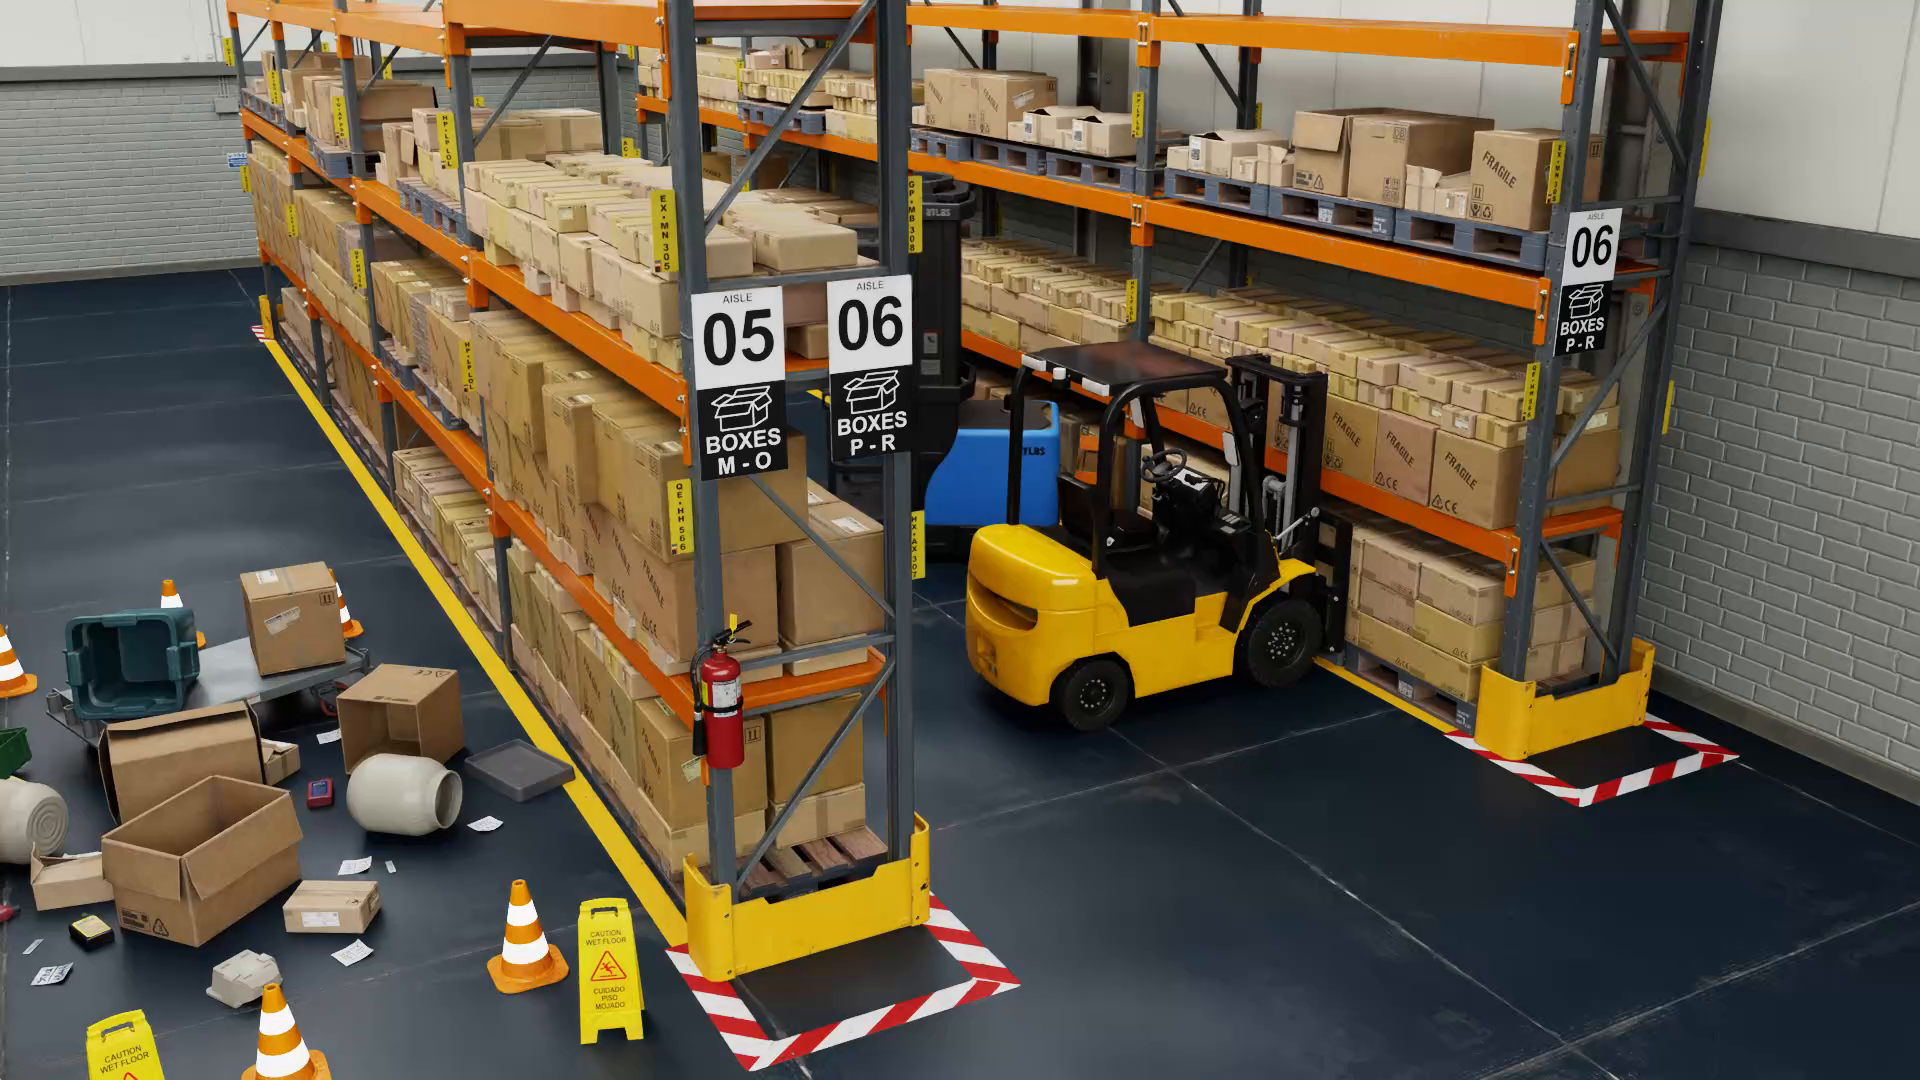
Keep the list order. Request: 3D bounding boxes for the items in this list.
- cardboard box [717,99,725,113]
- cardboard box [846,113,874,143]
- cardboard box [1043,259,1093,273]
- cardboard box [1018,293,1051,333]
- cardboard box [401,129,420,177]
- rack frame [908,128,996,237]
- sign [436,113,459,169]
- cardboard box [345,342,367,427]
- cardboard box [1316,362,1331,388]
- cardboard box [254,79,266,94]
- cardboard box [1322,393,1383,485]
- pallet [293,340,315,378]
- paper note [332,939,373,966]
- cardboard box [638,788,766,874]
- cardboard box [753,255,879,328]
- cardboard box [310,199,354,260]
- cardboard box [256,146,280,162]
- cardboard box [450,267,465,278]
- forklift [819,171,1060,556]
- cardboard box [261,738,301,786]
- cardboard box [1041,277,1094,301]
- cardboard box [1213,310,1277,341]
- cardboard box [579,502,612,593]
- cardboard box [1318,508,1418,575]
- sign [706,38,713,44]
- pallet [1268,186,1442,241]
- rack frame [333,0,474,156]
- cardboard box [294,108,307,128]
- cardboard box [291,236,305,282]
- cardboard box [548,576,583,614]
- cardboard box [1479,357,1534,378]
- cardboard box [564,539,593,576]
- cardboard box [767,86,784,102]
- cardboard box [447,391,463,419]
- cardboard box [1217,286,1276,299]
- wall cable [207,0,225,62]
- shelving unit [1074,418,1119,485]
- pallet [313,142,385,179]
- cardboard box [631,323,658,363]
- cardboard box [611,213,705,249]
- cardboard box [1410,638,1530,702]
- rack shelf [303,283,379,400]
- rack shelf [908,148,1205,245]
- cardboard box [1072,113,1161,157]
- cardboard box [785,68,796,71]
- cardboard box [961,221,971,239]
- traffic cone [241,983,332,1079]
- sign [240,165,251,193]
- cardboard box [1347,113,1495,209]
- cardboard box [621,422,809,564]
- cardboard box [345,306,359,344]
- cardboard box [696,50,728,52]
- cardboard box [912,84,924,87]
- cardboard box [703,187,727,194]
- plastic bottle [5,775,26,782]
[{"bbox_3d":[-2.682,-5.202,19.894,0.380,0.149,0.250,-9,21,-25],"label":"cardboard box"},{"bbox_3d":[-0.815,-4.149,16.687,0.500,0.250,0.500,-10,21,-26],"label":"cardboard box"},{"bbox_3d":[0.960,-2.402,14.845,0.380,0.149,0.250,-9,21,-25],"label":"cardboard box"},{"bbox_3d":[0.835,-1.960,14.177,0.500,0.250,0.500,-10,21,-26],"label":"cardboard box"},{"bbox_3d":[-3.735,-2.811,12.422,0.797,0.503,0.637,-10,21,-27],"label":"cardboard box"},{"bbox_3d":[-0.118,-2.548,16.416,1.000,3.000,0.127,-10,21,-27],"label":"rack frame"},{"bbox_3d":[-3.072,-2.391,9.967,0.100,0.325,0.005,-10,21,-27],"label":"sign"},{"bbox_3d":[-5.584,-1.696,16.562,0.875,0.875,0.875,-9,21,-25],"label":"cardboard box"},{"bbox_3d":[2.600,-1.111,11.105,0.380,0.149,0.250,-10,21,-27],"label":"cardboard box"},{"bbox_3d":[-7.969,-5.271,19.298,0.380,0.149,0.250,-9,21,-25],"label":"cardboard box"},{"bbox_3d":[2.734,-0.696,10.897,0.500,0.500,0.500,-10,22,-28],"label":"cardboard box"},{"bbox_3d":[-7.260,-2.189,19.651,1.003,0.211,1.213,-10,21,-27],"label":"pallet"},{"bbox_3d":[-2.887,1.959,7.906,0.142,0.019,0.148,16,25,39],"label":"paper note"},{"bbox_3d":[-1.318,1.423,8.481,0.500,0.250,0.500,-10,21,-27],"label":"cardboard box"},{"bbox_3d":[-0.690,-1.154,7.554,0.500,0.250,0.500,-10,22,-28],"label":"cardboard box"},{"bbox_3d":[-5.926,-2.989,16.008,0.500,0.500,0.500,-11,22,-28],"label":"cardboard box"},{"bbox_3d":[-8.008,-4.527,19.470,0.380,0.149,0.250,-11,22,-28],"label":"cardboard box"},{"bbox_3d":[-3.769,-1.930,13.373,0.500,0.500,0.500,-10,22,-28],"label":"cardboard box"},{"bbox_3d":[-0.712,-1.386,13.153,3.031,2.935,1.130,1,19,2],"label":"forklift"},{"bbox_3d":[-4.087,1.229,9.662,0.396,0.266,0.258,7,20,20],"label":"cardboard box"},{"bbox_3d":[0.905,-2.106,13.990,0.380,0.149,0.250,-11,22,-28],"label":"cardboard box"},{"bbox_3d":[2.036,-1.534,11.873,0.380,0.149,0.250,-9,21,-25],"label":"cardboard box"},{"bbox_3d":[-1.654,-0.071,8.628,0.500,0.500,0.500,-10,21,-27],"label":"cardboard box"},{"bbox_3d":[2.692,0.005,11.058,0.500,0.250,0.500,-10,21,-26],"label":"cardboard box"},{"bbox_3d":[-3.419,-6.761,22.670,0.100,0.325,0.005,-10,21,-27],"label":"sign"},{"bbox_3d":[2.784,-2.185,10.901,1.003,0.211,1.213,-10,21,-27],"label":"pallet"},{"bbox_3d":[-4.485,-4.614,13.206,1.000,3.000,0.127,-10,21,-27],"label":"rack frame"},{"bbox_3d":[-6.091,-4.014,15.783,0.380,0.166,0.250,-12,22,-30],"label":"cardboard box"},{"bbox_3d":[-6.829,-3.067,17.767,0.500,0.500,0.500,-10,21,-26],"label":"cardboard box"},{"bbox_3d":[-2.160,0.291,9.616,0.380,0.149,0.250,-9,21,-24],"label":"cardboard box"},{"bbox_3d":[3.477,-1.029,10.411,0.380,0.149,0.250,-10,21,-26],"label":"cardboard box"},{"bbox_3d":[-1.975,0.066,9.226,0.380,0.149,0.250,-10,21,-27],"label":"cardboard box"},{"bbox_3d":[-1.882,-4.870,18.137,0.380,0.149,0.250,-10,21,-26],"label":"cardboard box"},{"bbox_3d":[-3.336,-0.961,11.559,0.380,0.149,0.250,-10,22,-28],"label":"cardboard box"},{"bbox_3d":[2.199,-1.849,12.787,0.380,0.149,0.250,-10,21,-27],"label":"cardboard box"},{"bbox_3d":[-11.233,-8.499,24.467,0.463,3.000,0.029,-10,21,-27],"label":"wall cable"},{"bbox_3d":[1.051,-0.430,13.248,0.252,1.050,0.215,8,-2,20],"label":"shelving unit"},{"bbox_3d":[-4.837,-3.283,14.238,1.213,0.211,1.003,-9,21,-24],"label":"pallet"},{"bbox_3d":[-1.248,-0.906,7.444,0.380,0.149,0.250,-10,21,-26],"label":"cardboard box"},{"bbox_3d":[-1.407,-1.440,7.770,0.380,0.149,0.250,-10,21,-26],"label":"cardboard box"},{"bbox_3d":[3.180,0.764,10.389,0.500,0.250,0.500,-10,21,-26],"label":"cardboard box"},{"bbox_3d":[-5.434,-2.012,15.966,1.077,0.370,4.000,-10,21,-27],"label":"rack shelf"},{"bbox_3d":[0.832,-3.051,14.380,1.077,0.370,4.000,-10,21,-27],"label":"rack shelf"},{"bbox_3d":[1.223,-3.191,13.021,0.500,0.311,0.500,-11,22,-28],"label":"cardboard box"},{"bbox_3d":[-1.773,-5.313,18.965,0.380,0.149,0.250,-10,22,-27],"label":"cardboard box"},{"bbox_3d":[-0.225,-2.965,16.829,0.500,0.500,0.500,-9,21,-24],"label":"cardboard box"},{"bbox_3d":[-2.841,2.064,6.940,0.336,0.463,0.334,-10,21,-27],"label":"traffic cone"},{"bbox_3d":[-8.775,-4.437,20.442,0.100,0.325,0.005,-10,21,-27],"label":"sign"},{"bbox_3d":[2.858,-2.361,10.326,0.700,0.500,0.500,-10,21,-26],"label":"cardboard box"},{"bbox_3d":[-1.121,-0.254,7.628,0.700,0.500,0.500,-11,22,-28],"label":"cardboard box"},{"bbox_3d":[-5.210,-1.956,14.931,0.500,0.250,0.500,-10,21,-26],"label":"cardboard box"},{"bbox_3d":[-3.201,-5.966,20.731,0.500,0.250,0.500,-9,21,-25],"label":"cardboard box"},{"bbox_3d":[-0.574,-4.368,16.257,0.380,0.149,0.250,-11,22,-28],"label":"cardboard box"},{"bbox_3d":[-1.370,-1.733,8.618,0.380,0.149,0.250,-9,21,-26],"label":"cardboard box"},{"bbox_3d":[-5.434,1.401,9.478,0.283,0.061,0.133,11,22,30],"label":"plastic bottle"}]
